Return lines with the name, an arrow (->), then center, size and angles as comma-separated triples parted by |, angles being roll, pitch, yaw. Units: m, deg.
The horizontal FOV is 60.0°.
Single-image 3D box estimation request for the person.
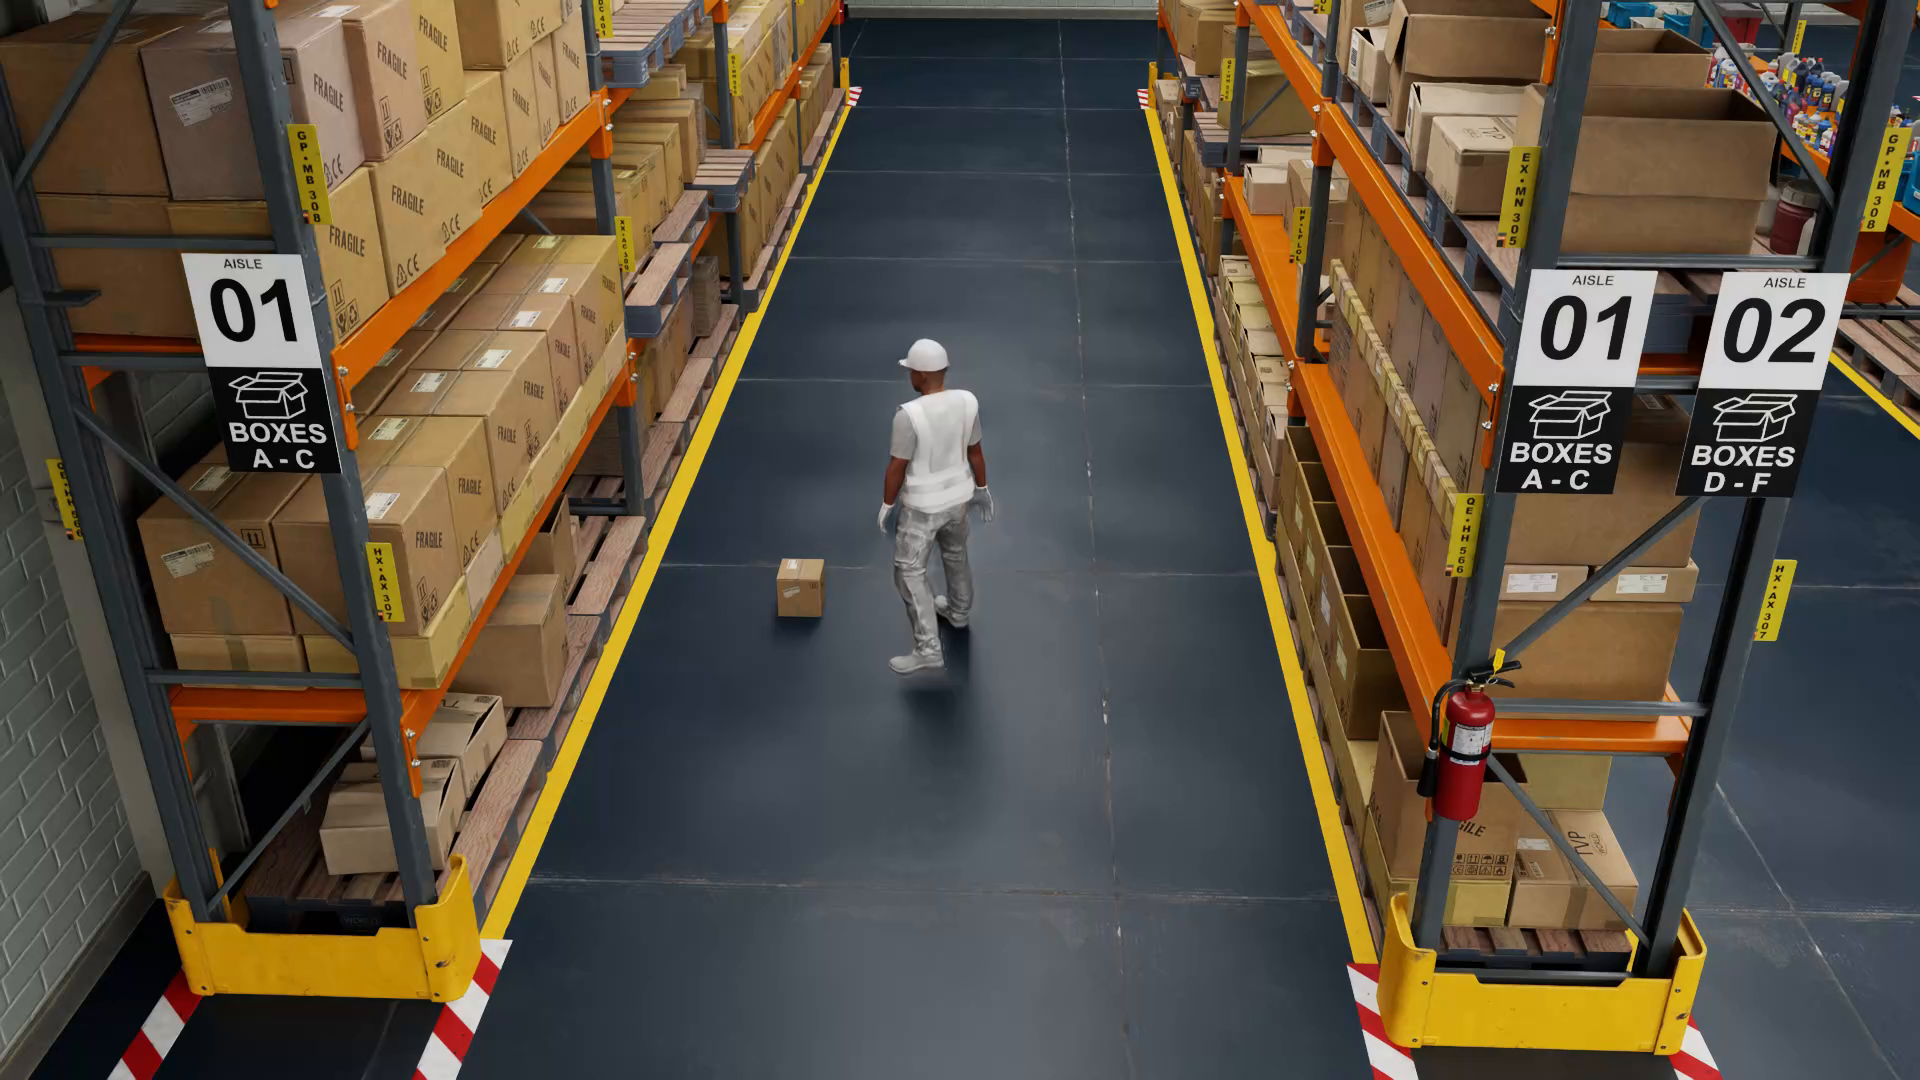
person -> -0.163, -0.184, 8.941 | 0.765, 1.774, 0.675 | -22, 35, -35
